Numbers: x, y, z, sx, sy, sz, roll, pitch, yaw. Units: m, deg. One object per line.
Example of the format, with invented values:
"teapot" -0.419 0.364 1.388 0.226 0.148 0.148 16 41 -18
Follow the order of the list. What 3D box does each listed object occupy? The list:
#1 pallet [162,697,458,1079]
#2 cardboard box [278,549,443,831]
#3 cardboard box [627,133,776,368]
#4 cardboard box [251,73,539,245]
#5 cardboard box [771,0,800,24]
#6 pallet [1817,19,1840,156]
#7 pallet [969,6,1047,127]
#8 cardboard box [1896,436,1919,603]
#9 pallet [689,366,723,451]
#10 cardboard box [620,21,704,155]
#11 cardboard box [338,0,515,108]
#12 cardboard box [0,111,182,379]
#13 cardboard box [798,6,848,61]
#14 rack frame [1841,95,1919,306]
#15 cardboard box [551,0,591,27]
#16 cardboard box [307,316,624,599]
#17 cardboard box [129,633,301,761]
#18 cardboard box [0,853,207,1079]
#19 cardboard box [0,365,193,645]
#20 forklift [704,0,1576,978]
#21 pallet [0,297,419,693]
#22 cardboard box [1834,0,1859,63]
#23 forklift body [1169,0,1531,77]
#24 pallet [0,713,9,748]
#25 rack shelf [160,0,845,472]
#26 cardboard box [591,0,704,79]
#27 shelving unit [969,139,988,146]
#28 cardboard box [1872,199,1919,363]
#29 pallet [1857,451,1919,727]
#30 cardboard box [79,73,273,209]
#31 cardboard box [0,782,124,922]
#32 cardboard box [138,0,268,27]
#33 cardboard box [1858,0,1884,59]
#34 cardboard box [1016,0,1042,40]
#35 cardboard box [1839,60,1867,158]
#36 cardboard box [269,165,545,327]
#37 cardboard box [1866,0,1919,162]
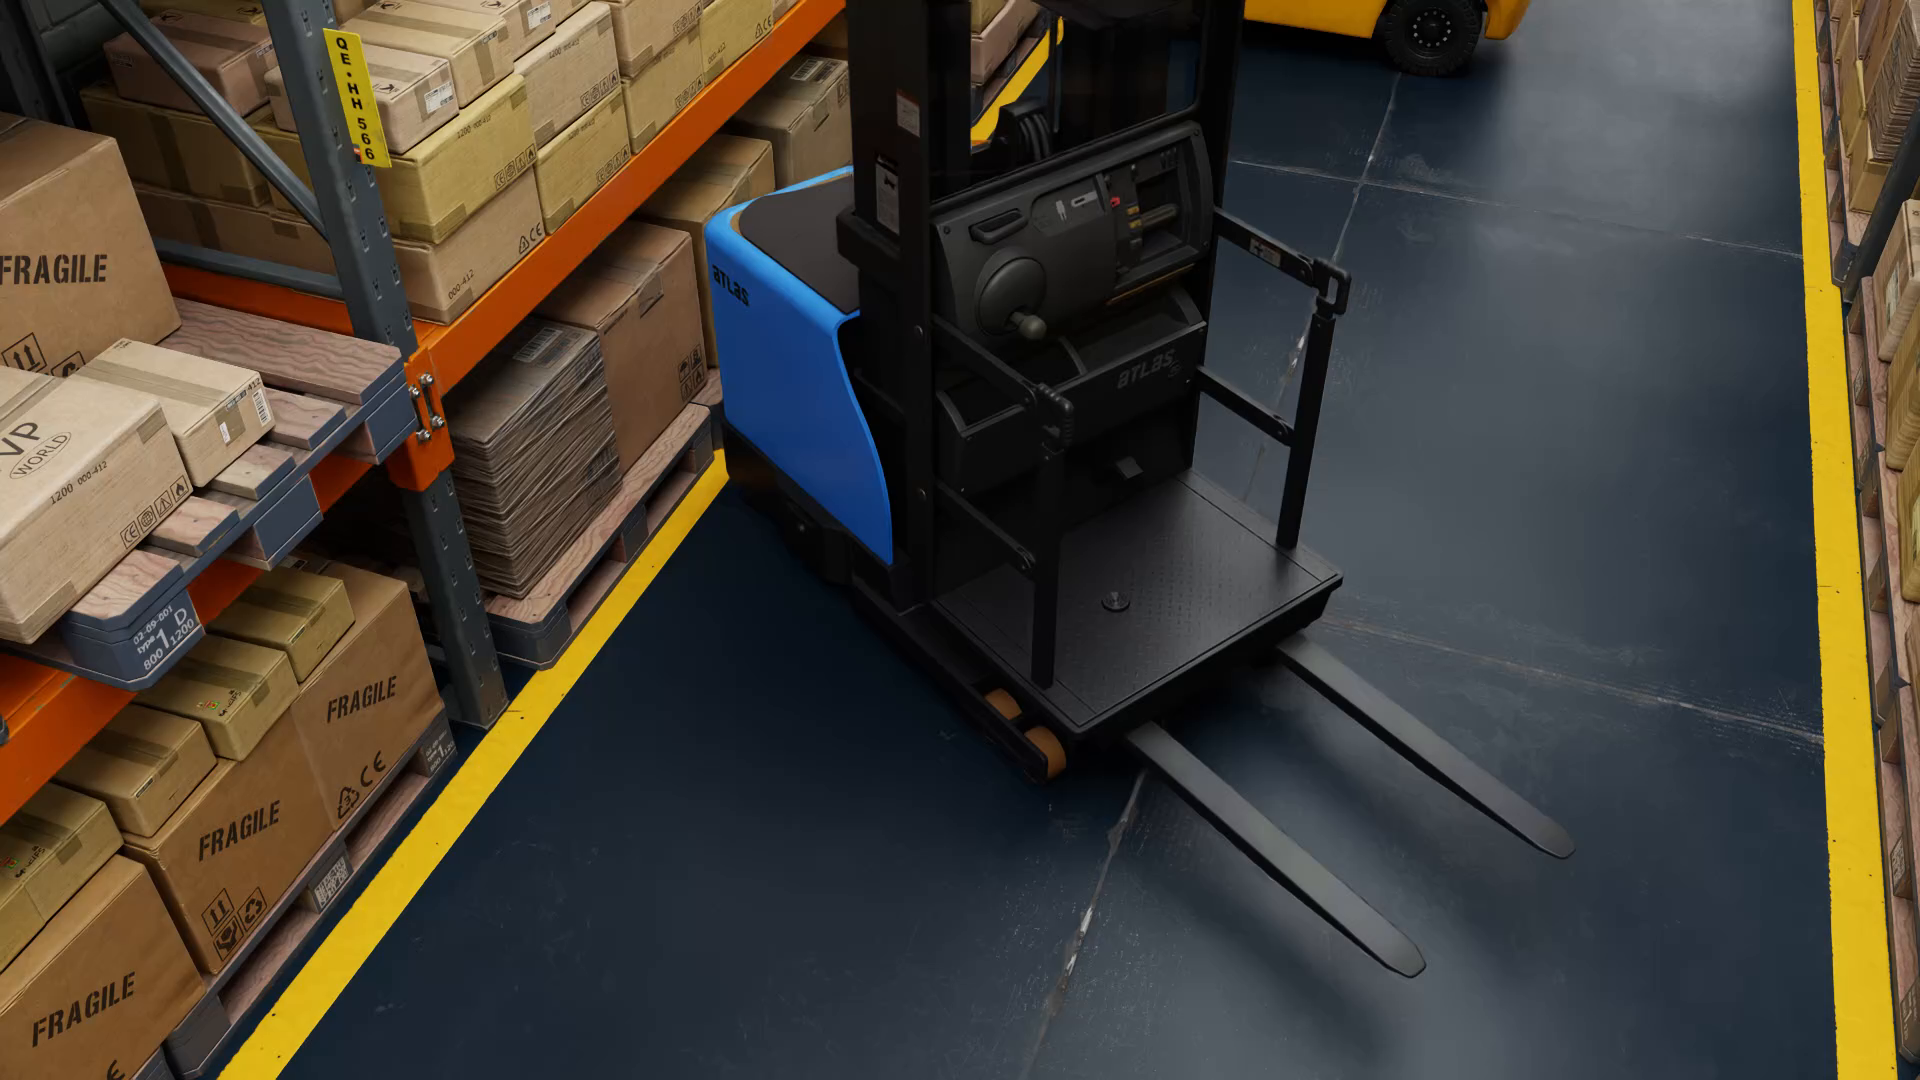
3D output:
"pallet" -2.175 0.803 4.646 1.003 0.211 1.213 13 42 15
"cardboard box" -1.827 0.392 4.581 0.500 0.500 0.500 14 43 16
"cardboard box" -1.212 -1.149 6.292 0.875 0.625 0.625 12 42 13
"cardboard box" -1.479 -1.048 4.398 0.500 0.250 0.500 13 42 15
"cardboard box" -0.808 -2.118 6.037 0.500 0.250 0.500 14 42 15
"pallet" 4.761 -2.148 8.105 1.003 0.211 1.213 13 42 15
"pallet" -0.205 -2.559 8.587 1.003 0.211 1.213 13 42 15
"cardboard box" 3.494 -0.021 5.164 0.950 0.372 0.625 15 43 17
"pallet" -1.147 -0.879 6.617 1.003 0.211 1.213 13 42 15
"cardboard box" -1.157 -1.485 5.295 0.500 0.250 0.500 12 42 14
"cardboard box" -1.408 -1.281 4.364 0.380 0.149 0.250 14 42 16
"cardboard box" -2.207 -0.623 3.768 0.500 0.500 0.500 15 43 17
"cardboard box" -0.684 -2.080 7.383 0.875 0.625 0.625 15 43 17
"rack frame" 4.149 -2.045 5.835 1.000 3.000 0.127 13 42 15
"cardboard box" -1.267 -1.606 4.744 0.380 0.149 0.250 14 42 16
"cardboard box" -1.658 -0.338 5.341 0.875 0.625 0.625 15 43 16
"cardboard box" -1.879 0.371 4.107 0.380 0.149 0.250 11 42 13
"cardboard box" -2.184 1.015 3.851 0.500 0.500 0.500 15 43 17
"cardboard box" -1.941 -0.092 3.338 0.500 0.250 0.500 11 42 13
"forklift" 0.461 -0.767 4.391 1.130 2.935 3.031 -27 47 -28
"pallet" -2.050 -0.202 3.824 1.213 0.211 1.003 13 42 15
"cardboard box" 4.625 -2.522 8.190 0.500 0.250 0.500 16 43 18
"forklift body" 1.917 -3.699 8.429 2.313 2.155 1.214 13 42 15
"pallet" -2.545 0.556 2.935 1.003 0.211 1.213 13 42 15
"rack shelf" -1.200 -1.651 5.928 1.077 0.370 4.000 13 42 15
"cardboard box" -1.135 -1.674 5.132 0.500 0.250 0.500 12 42 14
"shelving unit" 0.140 -1.103 6.233 0.252 1.050 0.215 -1 40 -1
"cardboard box" 3.972 -0.884 6.176 0.950 0.372 0.625 14 42 16
"pallet" 3.469 0.238 5.308 1.003 0.211 1.213 13 42 15
"cardboard box" -1.992 -1.173 4.544 0.500 0.250 0.500 14 42 16
"cardboard box" -2.144 0.673 3.753 0.380 0.149 0.250 14 43 16
"cardboard box" -1.979 -1.417 4.523 0.380 0.149 0.250 14 43 16
"cardboard box" 4.445 -2.486 7.570 0.500 0.500 0.500 15 43 17
"cardboard box" 0.119 -2.793 8.507 0.500 0.250 0.500 12 42 14
"cardboard box" 4.272 -1.906 7.467 0.500 0.250 0.500 12 42 14
"cardboard box" -1.503 -0.864 4.567 0.500 0.250 0.500 13 42 15
"cardboard box" 4.100 -1.864 6.841 0.500 0.500 0.500 13 42 14
